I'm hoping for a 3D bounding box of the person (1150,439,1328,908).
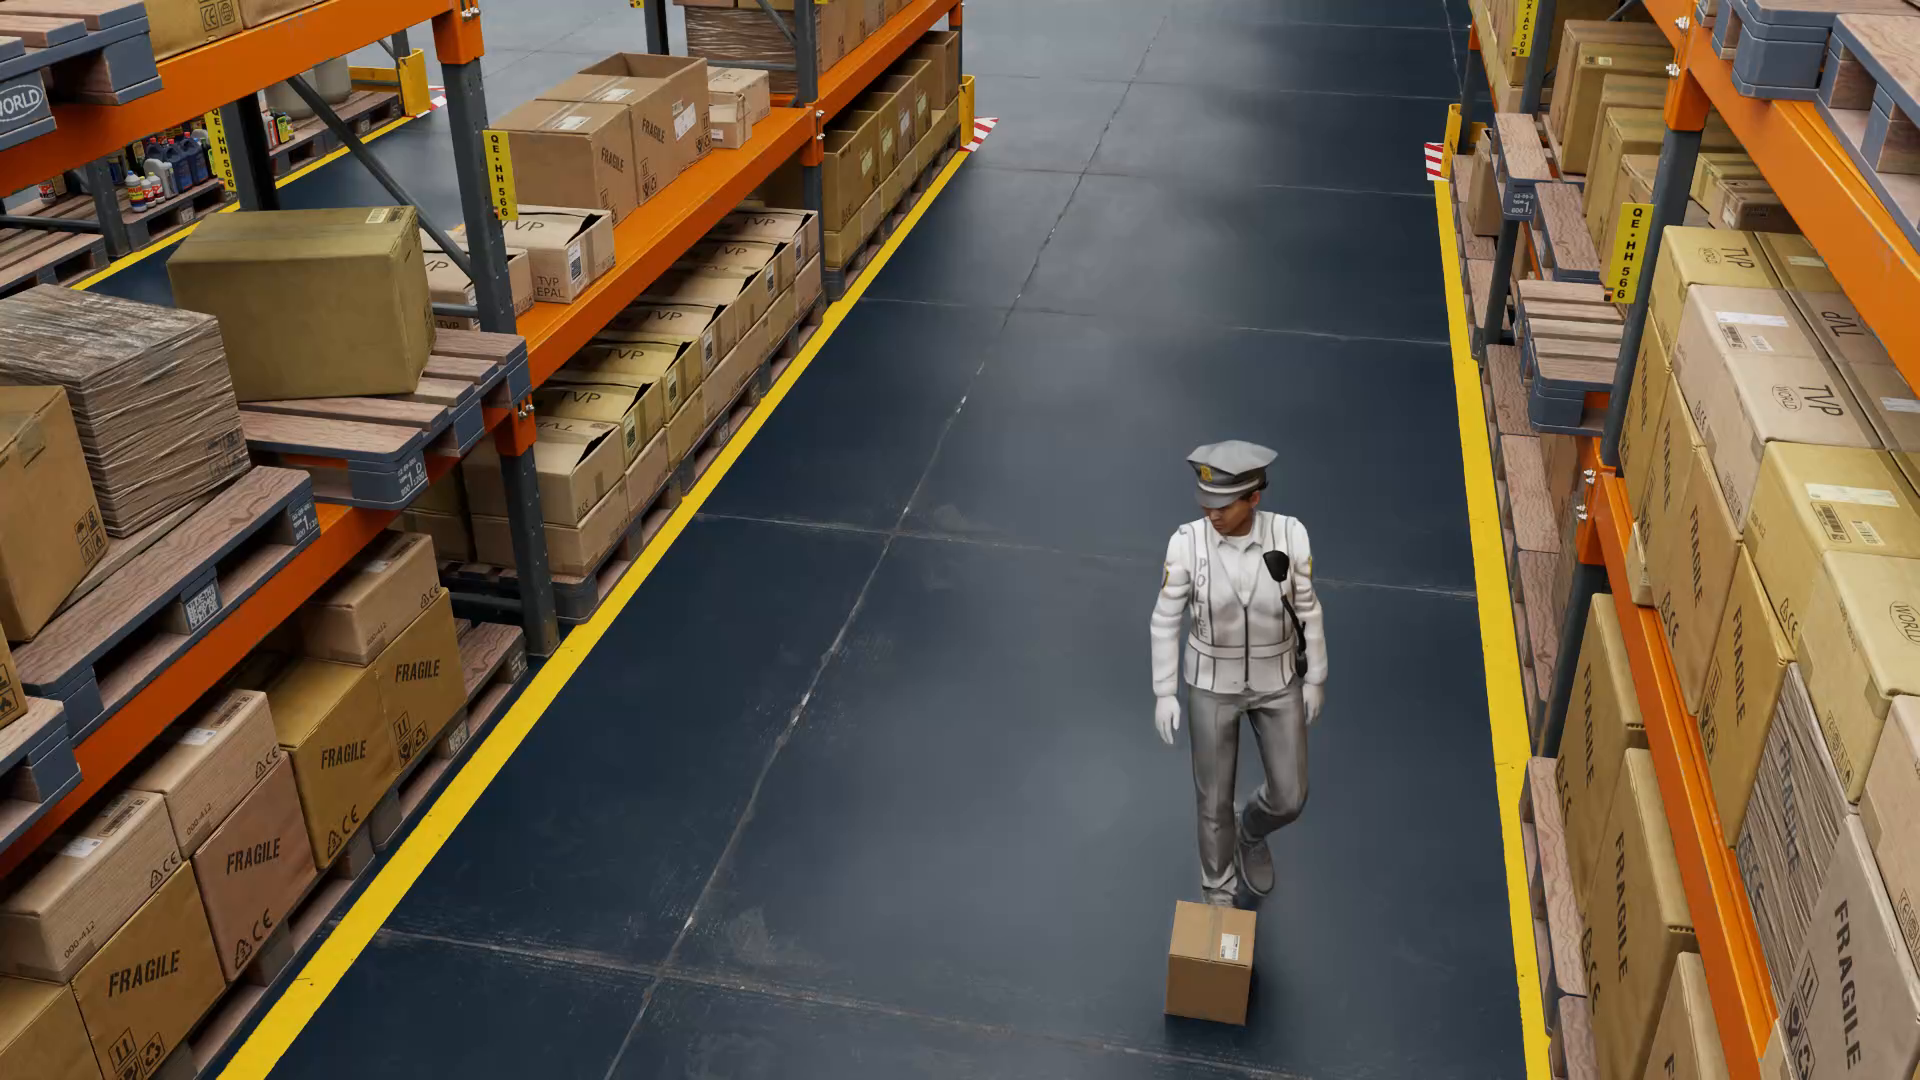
[{"bbox_3d":[0.870,0.519,5.191,0.560,1.700,0.477,1,29,2],"label":"person"}]
